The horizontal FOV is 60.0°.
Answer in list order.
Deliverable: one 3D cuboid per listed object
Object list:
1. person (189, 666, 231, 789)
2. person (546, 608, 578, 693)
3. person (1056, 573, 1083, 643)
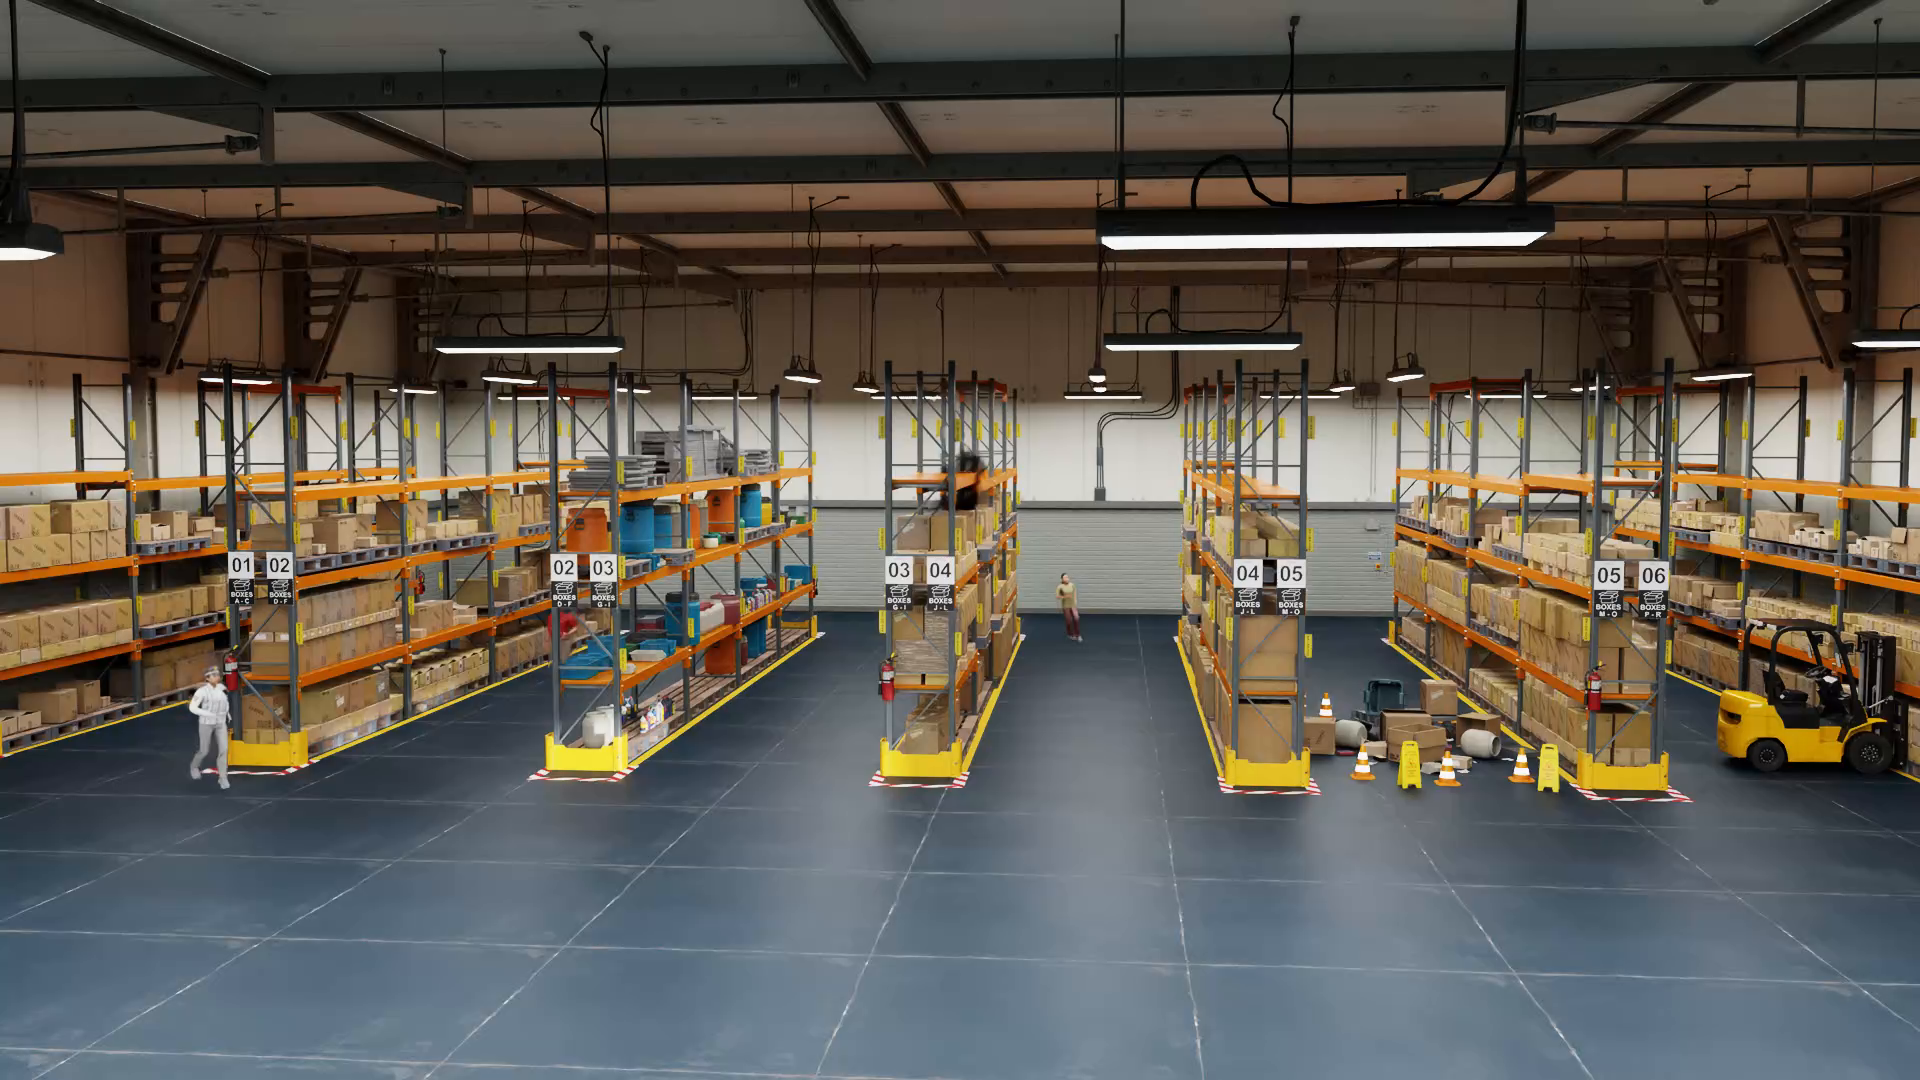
[{"bbox_3d":[-10.517,2.610,23.406,0.940,1.700,0.650,3,5,40],"label":"person"},{"bbox_3d":[-7.718,2.045,32.141,0.654,1.731,0.829,0,4,3],"label":"person"},{"bbox_3d":[2.548,1.597,39.473,0.618,1.656,0.708,-1,4,-12],"label":"person"}]
